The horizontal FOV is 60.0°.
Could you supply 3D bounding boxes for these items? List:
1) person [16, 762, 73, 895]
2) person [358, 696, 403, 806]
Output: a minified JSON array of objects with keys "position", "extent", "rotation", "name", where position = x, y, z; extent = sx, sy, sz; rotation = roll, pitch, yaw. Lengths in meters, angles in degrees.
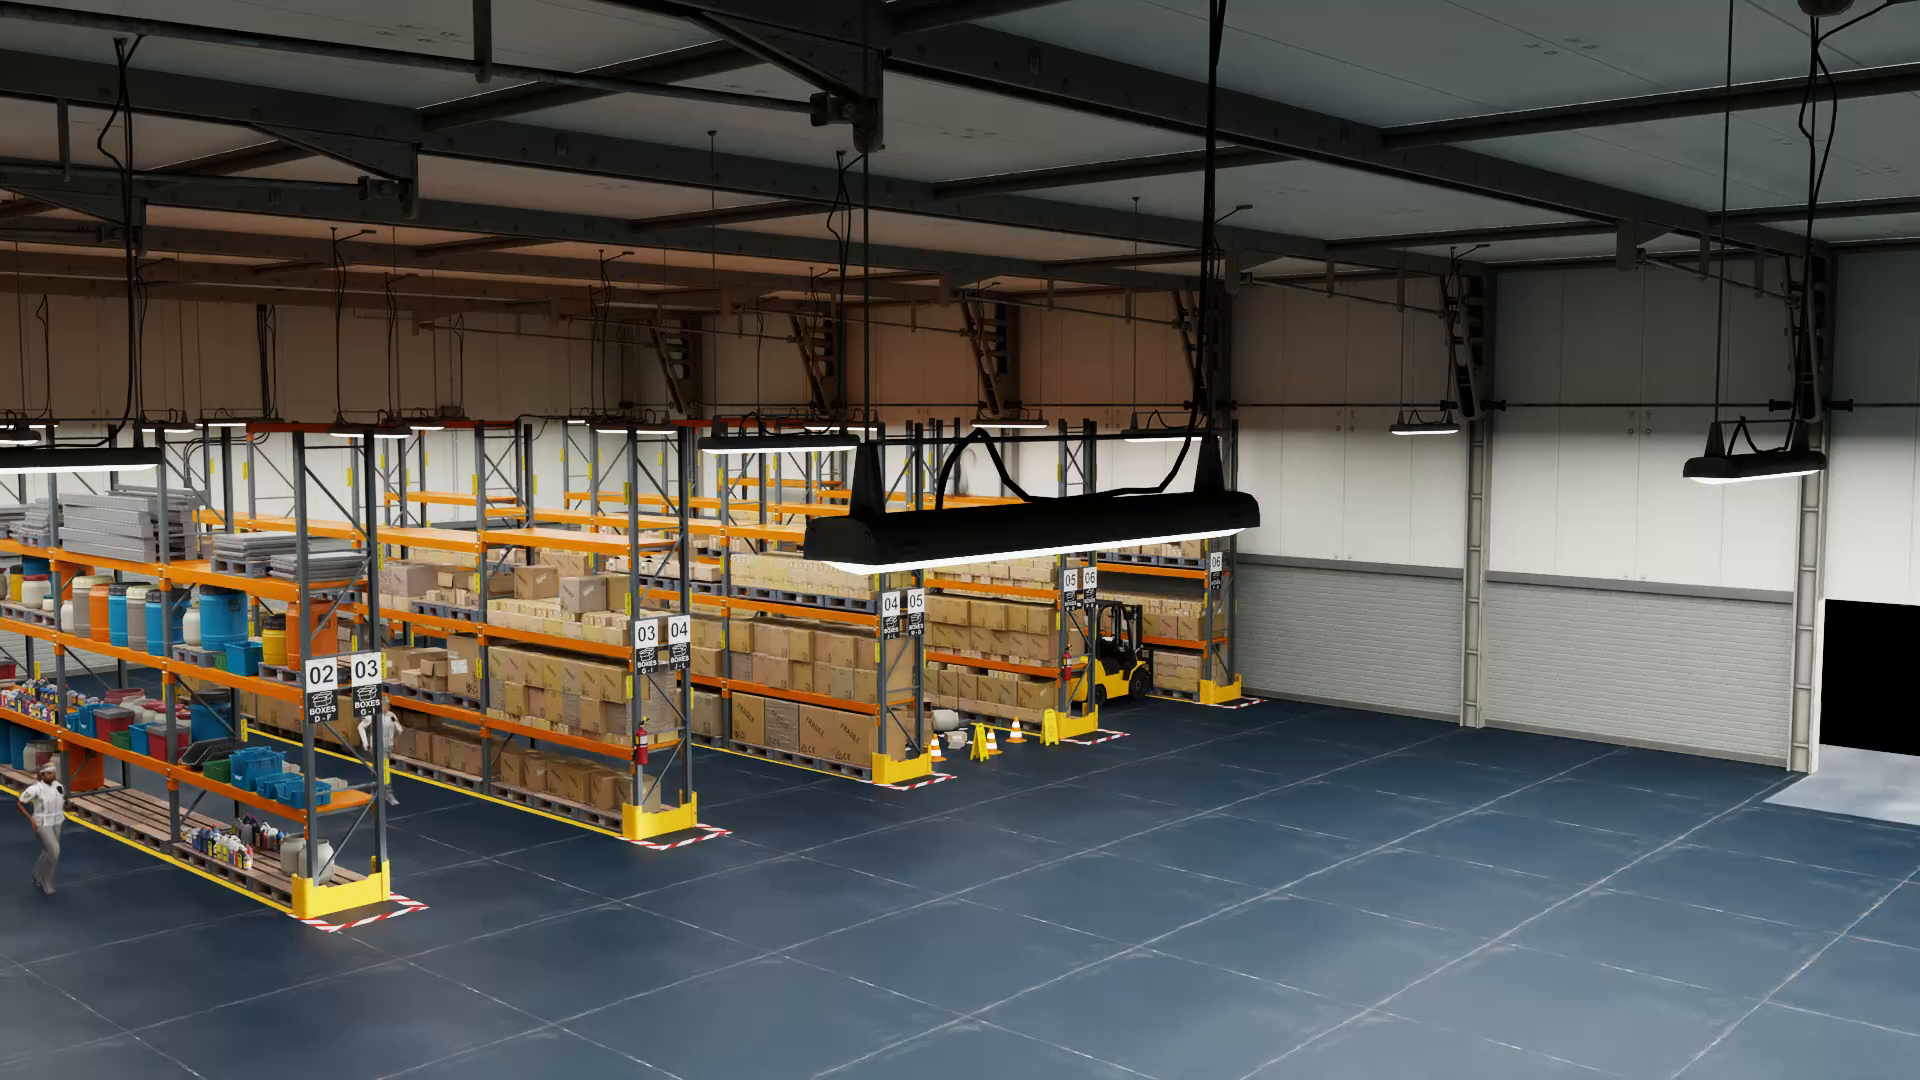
[{"position":[-11.832,3.734,21.599],"extent":[0.704,1.733,0.551],"rotation":[2,5,20],"name":"person"},{"position":[-9.173,3.319,26.414],"extent":[0.834,1.736,0.582],"rotation":[3,5,32],"name":"person"}]
